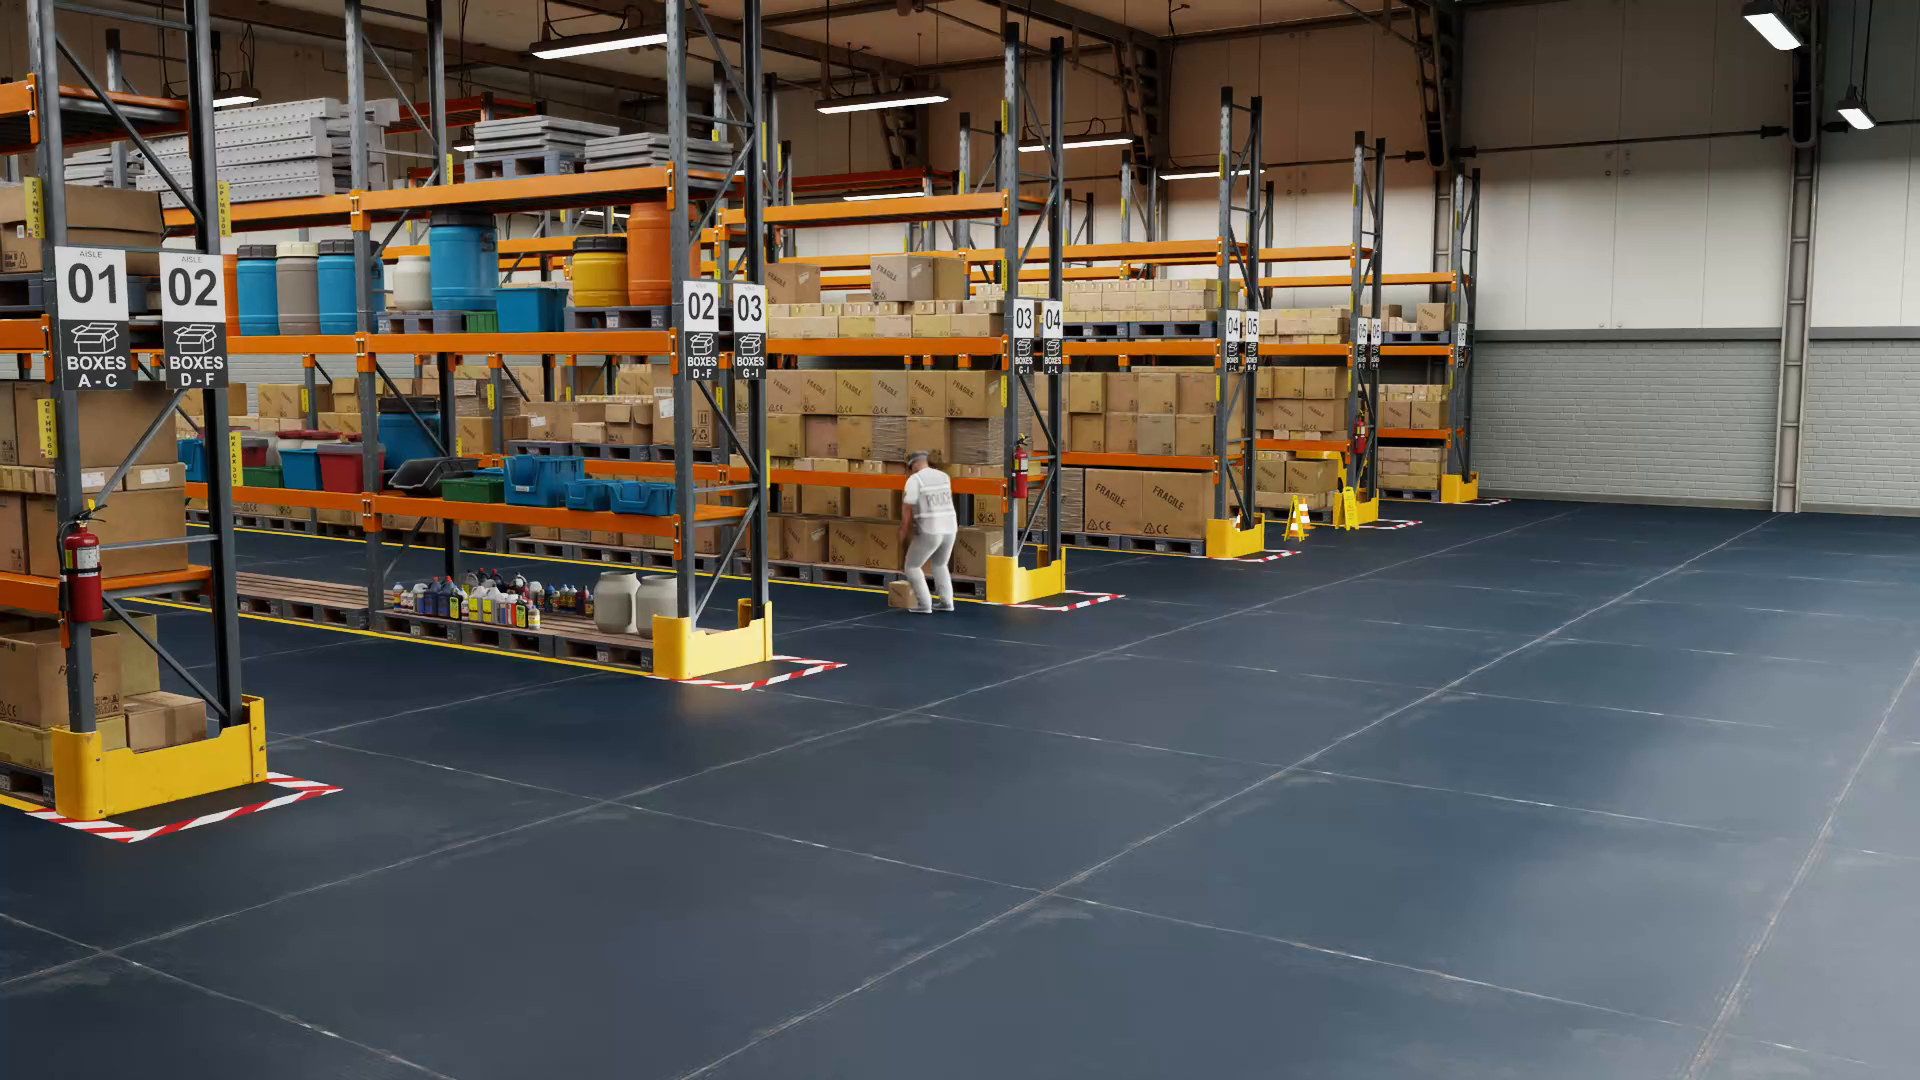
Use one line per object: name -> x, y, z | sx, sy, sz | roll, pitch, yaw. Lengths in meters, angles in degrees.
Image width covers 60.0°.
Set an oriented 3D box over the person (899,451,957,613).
person -> -0.332, -0.077, 16.960 | 0.571, 1.650, 0.585 | -4, 8, -34
